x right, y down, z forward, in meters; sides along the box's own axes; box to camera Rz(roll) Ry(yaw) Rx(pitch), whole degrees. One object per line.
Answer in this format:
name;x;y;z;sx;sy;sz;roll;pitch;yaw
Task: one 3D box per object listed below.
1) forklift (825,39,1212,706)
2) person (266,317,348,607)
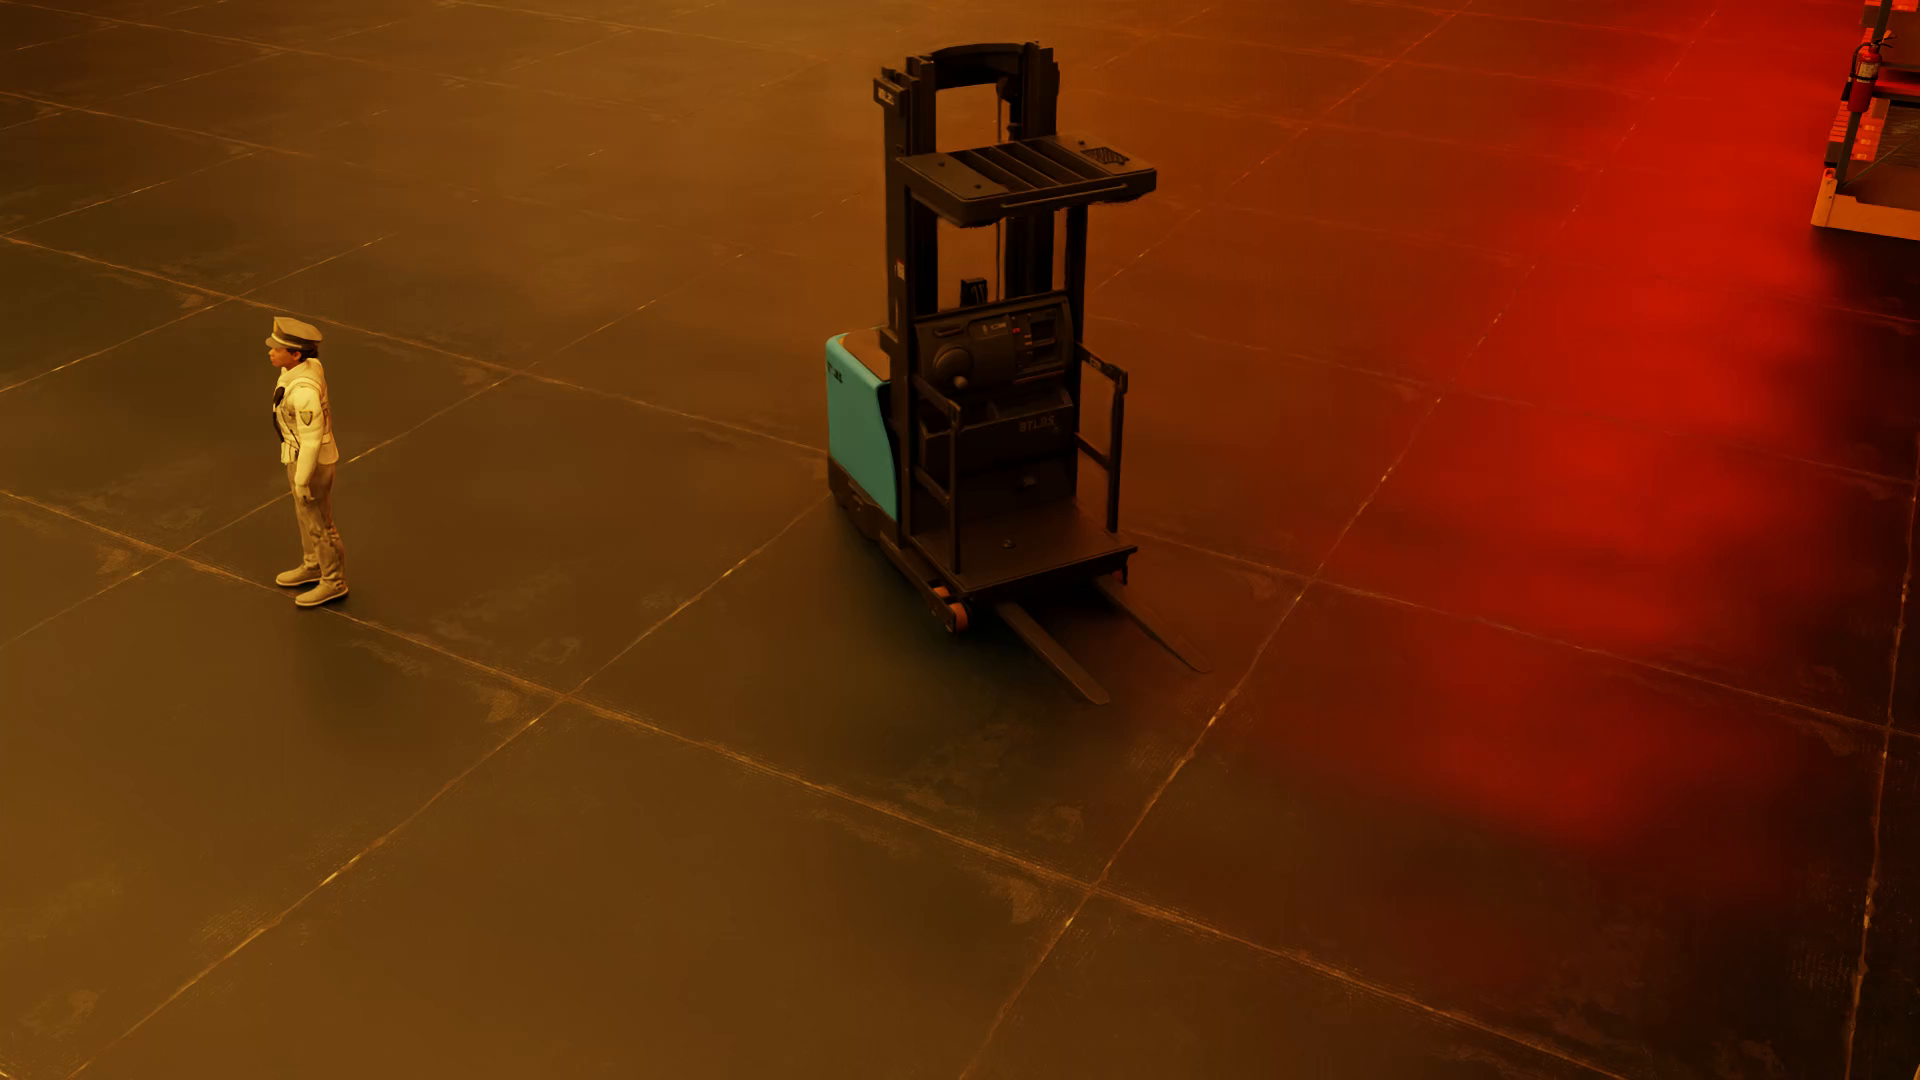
forklift;0.293;-1.015;8.830;1.130;2.935;3.031;-14;33;-23
person;-3.597;-0.414;9.015;0.526;1.698;0.578;-10;31;-17
